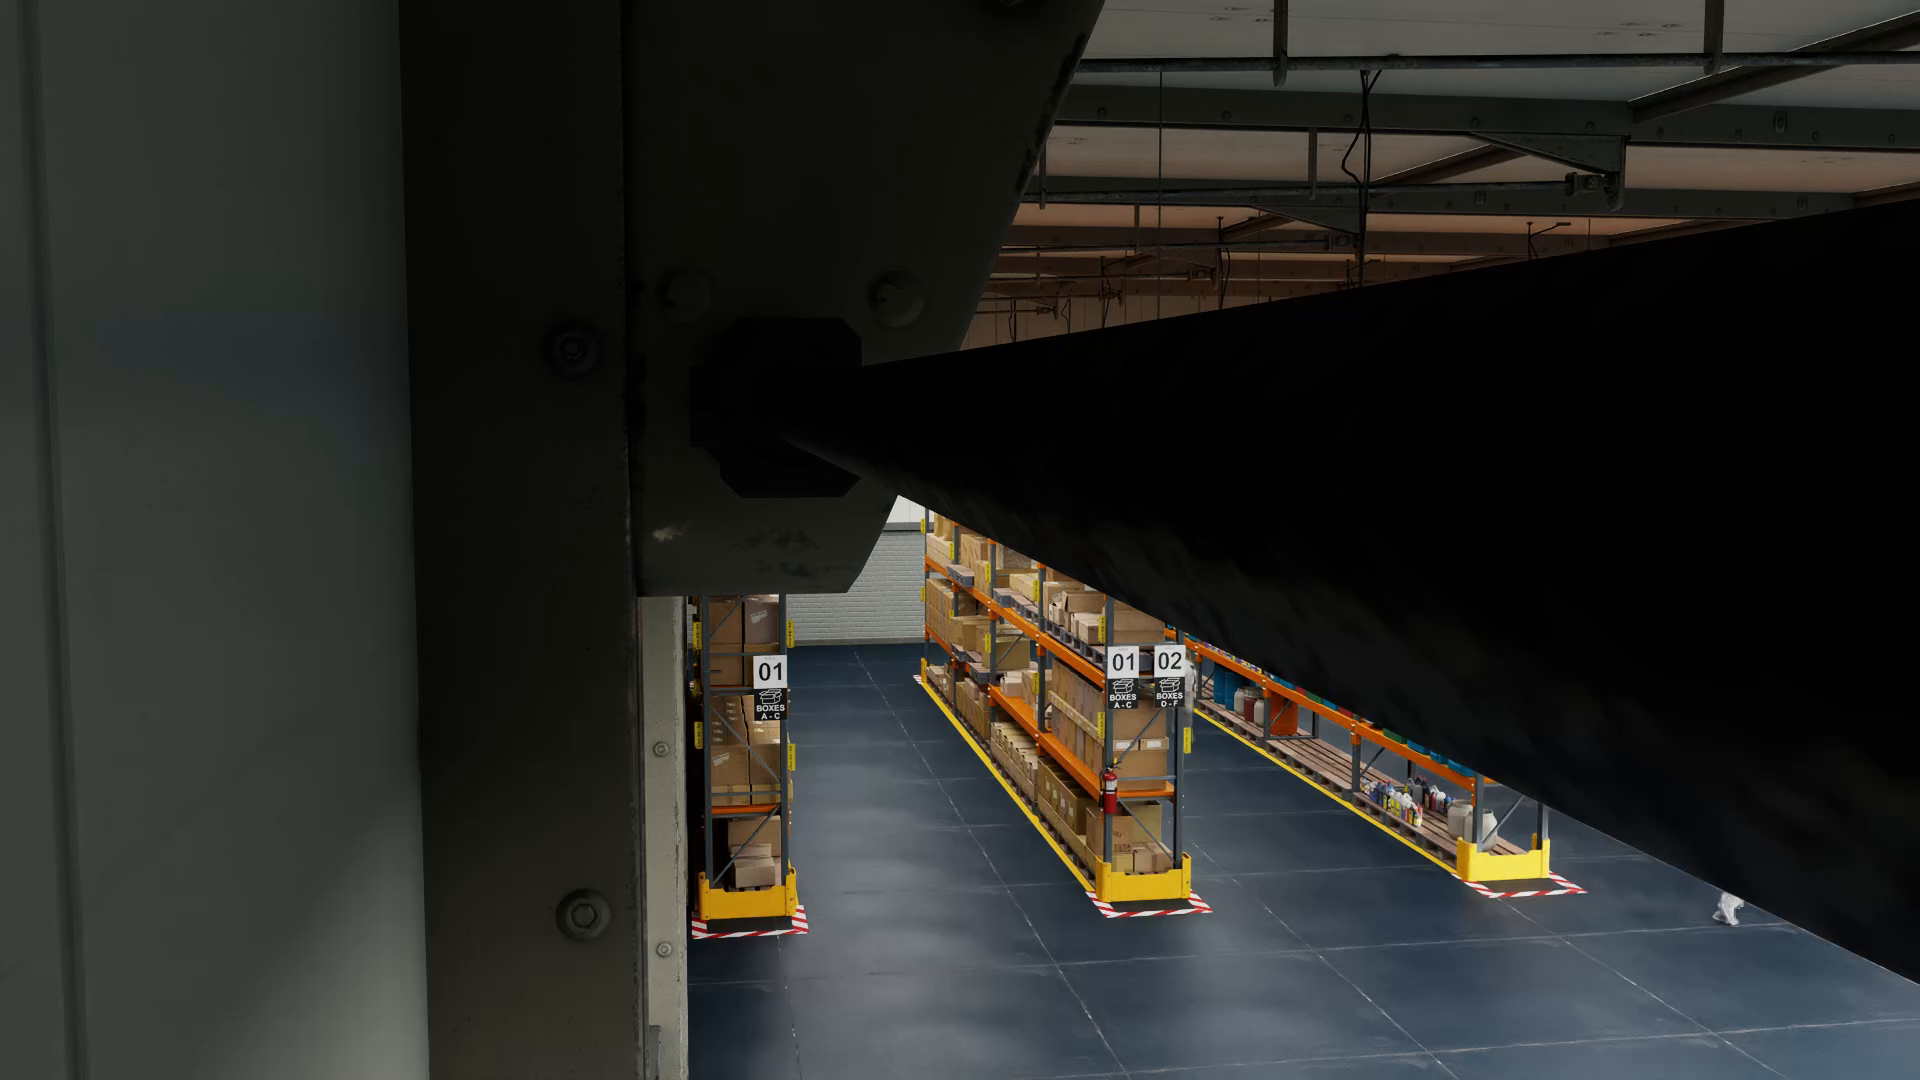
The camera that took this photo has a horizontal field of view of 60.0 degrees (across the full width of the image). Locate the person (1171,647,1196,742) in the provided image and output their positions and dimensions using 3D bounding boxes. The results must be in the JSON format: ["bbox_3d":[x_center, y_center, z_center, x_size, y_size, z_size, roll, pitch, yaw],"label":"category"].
[{"bbox_3d":[4.087,2.777,30.371,0.610,1.688,0.910,-1,5,-11],"label":"person"}]

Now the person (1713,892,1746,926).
[{"bbox_3d":[9.255,3.752,19.746,0.527,1.670,0.669,2,5,21],"label":"person"}]
